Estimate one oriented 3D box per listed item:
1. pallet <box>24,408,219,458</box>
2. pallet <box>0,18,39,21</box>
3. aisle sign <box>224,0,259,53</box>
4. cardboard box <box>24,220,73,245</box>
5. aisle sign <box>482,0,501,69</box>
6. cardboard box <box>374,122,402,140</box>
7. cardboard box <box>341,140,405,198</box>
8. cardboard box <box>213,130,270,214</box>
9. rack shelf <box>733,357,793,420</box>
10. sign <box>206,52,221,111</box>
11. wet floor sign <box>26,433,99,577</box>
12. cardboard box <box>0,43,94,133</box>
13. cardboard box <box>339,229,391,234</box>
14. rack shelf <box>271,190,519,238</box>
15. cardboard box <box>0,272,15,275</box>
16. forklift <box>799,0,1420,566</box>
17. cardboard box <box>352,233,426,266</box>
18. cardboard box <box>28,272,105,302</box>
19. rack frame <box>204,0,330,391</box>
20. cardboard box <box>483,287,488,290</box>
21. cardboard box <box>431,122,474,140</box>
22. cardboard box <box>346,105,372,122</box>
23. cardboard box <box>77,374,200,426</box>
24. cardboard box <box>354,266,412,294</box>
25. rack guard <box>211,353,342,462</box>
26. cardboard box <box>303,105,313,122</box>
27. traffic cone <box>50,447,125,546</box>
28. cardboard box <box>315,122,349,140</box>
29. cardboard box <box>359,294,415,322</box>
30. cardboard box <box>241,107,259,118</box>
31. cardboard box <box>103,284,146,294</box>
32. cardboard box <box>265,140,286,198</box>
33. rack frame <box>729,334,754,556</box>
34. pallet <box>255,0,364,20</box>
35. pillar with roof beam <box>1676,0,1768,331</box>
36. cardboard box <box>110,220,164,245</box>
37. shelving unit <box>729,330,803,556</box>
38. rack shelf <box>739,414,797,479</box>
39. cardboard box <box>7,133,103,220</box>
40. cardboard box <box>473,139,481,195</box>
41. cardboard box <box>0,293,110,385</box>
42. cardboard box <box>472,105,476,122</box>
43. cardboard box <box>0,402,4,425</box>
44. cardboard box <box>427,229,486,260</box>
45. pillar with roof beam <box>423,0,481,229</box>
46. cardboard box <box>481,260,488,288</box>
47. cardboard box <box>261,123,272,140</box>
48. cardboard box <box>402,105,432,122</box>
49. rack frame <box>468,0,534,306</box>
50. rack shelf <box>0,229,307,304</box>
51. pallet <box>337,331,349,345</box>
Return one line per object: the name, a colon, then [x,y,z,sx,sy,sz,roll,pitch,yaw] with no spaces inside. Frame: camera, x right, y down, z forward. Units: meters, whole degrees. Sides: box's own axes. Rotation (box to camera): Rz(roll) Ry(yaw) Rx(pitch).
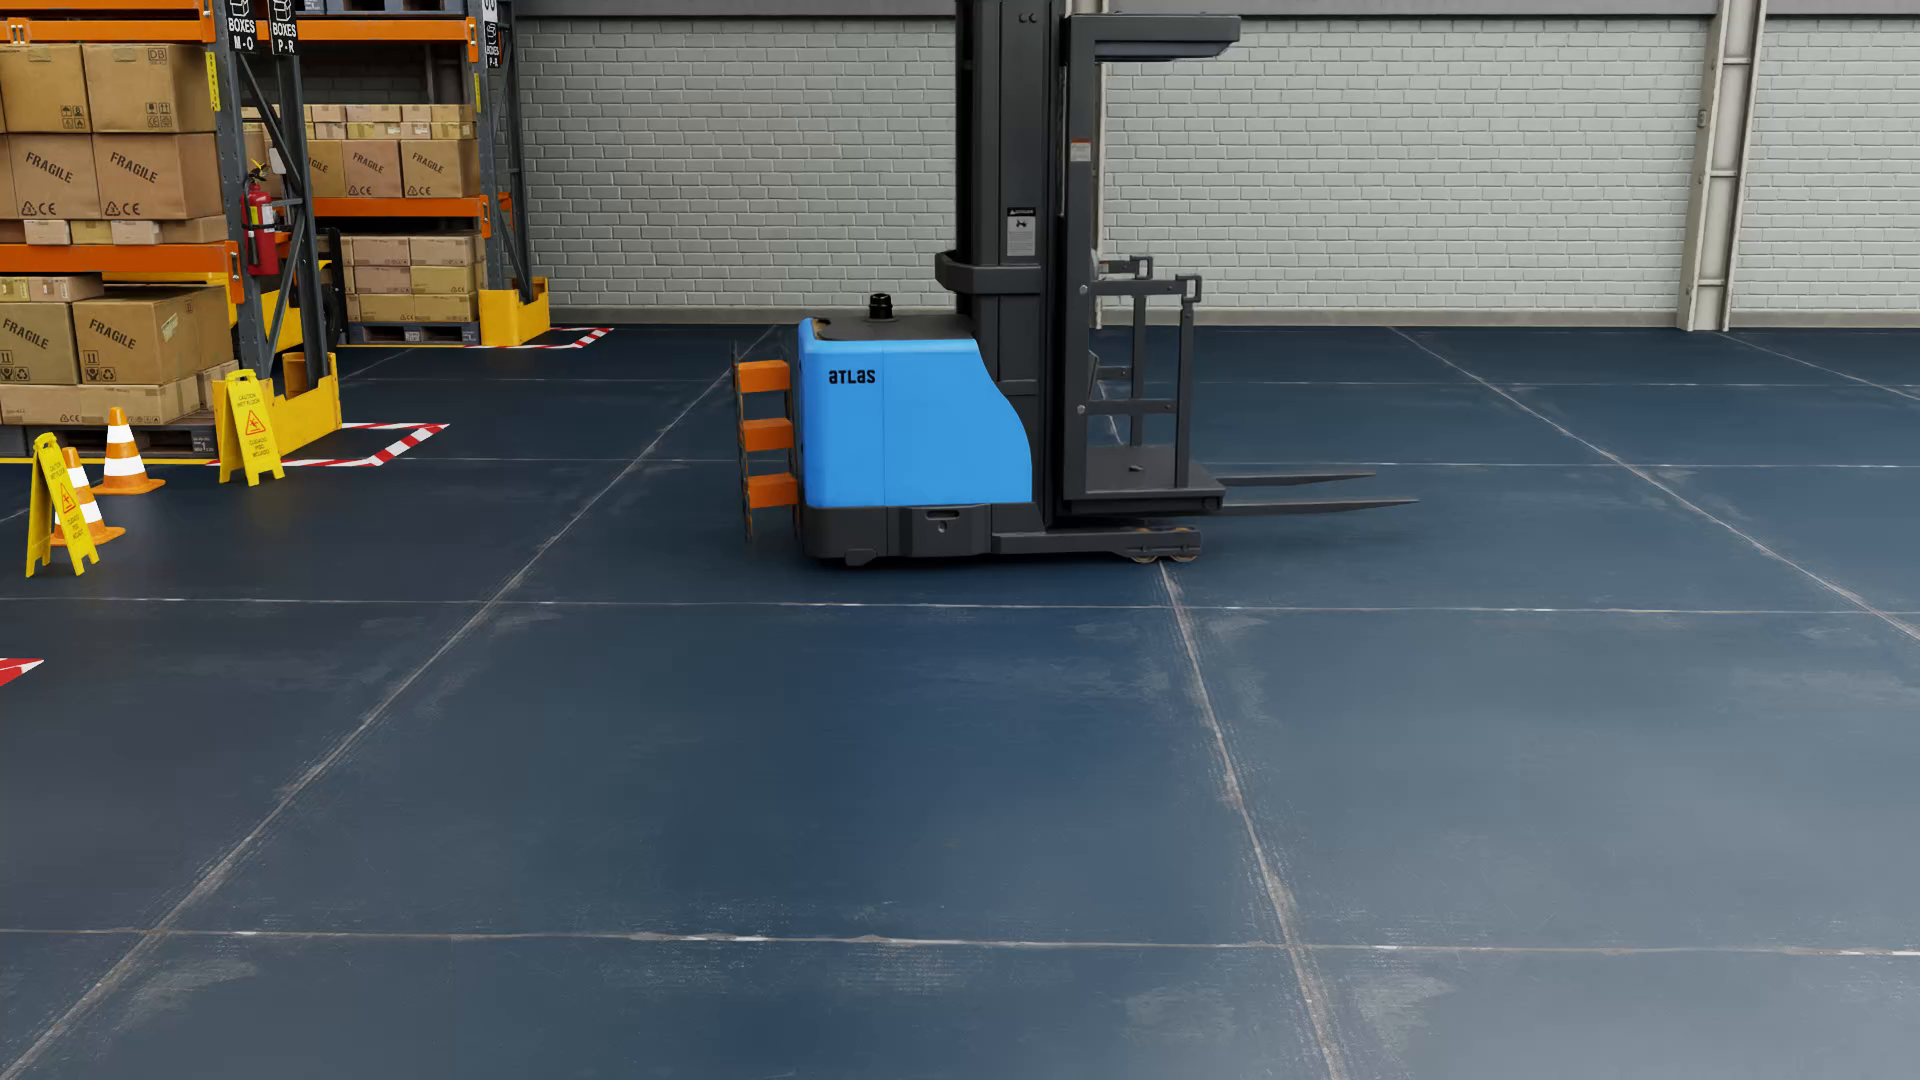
pallet: [-5.160,-0.739,10.726,1.213,0.211,1.003,0,15,1]
pallet: [-9.031,-4.724,14.862,1.217,0.209,0.805,0,15,-1]
aisle sign: [-4.219,-3.255,9.700,0.004,0.787,0.394,0,15,1]
cardboard box: [-5.422,-1.873,10.052,0.250,0.149,0.380,1,15,2]
aisle sign: [-4.092,-4.520,14.495,0.004,0.787,0.394,0,15,1]
cardboard box: [-5.018,-3.642,14.797,0.250,0.149,0.380,1,15,2]
cardboard box: [-5.167,-3.328,14.879,0.500,0.500,0.500,1,15,3]
cardboard box: [-4.740,-2.338,10.543,0.500,0.500,0.500,0,15,1]
rack shelf: [-0.945,-0.729,7.953,0.240,0.259,0.215,-7,16,-15]
sign: [-4.307,-2.643,9.590,0.005,0.325,0.100,0,15,1]
wet floor sign: [-4.219,-0.175,7.740,0.232,0.644,0.267,-2,15,-8]
cardboard box: [-5.295,-2.701,9.957,0.500,0.500,0.700,1,15,2]
cardboard box: [-5.625,-2.755,15.508,0.500,0.250,0.500,0,15,1]
rack shelf: [-6.149,-3.003,15.253,4.000,0.370,1.077,0,15,1]
cardboard box: [-5.964,-1.550,10.162,0.250,0.149,0.380,1,15,4]
forklift: [0.728,-1.437,8.040,3.031,2.935,1.130,-2,15,-6]
cardboard box: [-5.129,-2.620,14.998,0.500,0.250,0.500,1,15,2]
cardboard box: [-5.449,-1.546,10.145,0.250,0.149,0.380,1,15,3]
rack frame: [-4.273,-2.072,10.314,0.127,3.000,1.000,0,15,1]
cardboard box: [-4.636,-2.265,15.610,0.500,0.250,0.500,0,15,2]
cardboard box: [-4.504,-3.631,14.754,0.250,0.149,0.380,1,15,2]
cardboard box: [-5.270,-3.801,14.818,0.250,0.149,0.380,0,15,2]
cardboard box: [-5.112,-0.882,10.372,0.500,0.250,0.500,0,15,1]
cardboard box: [-5.146,-2.383,15.078,0.500,0.250,0.500,0,15,1]
rack guard: [-4.349,-0.864,10.635,0.348,0.500,1.175,0,15,1]
cardboard box: [-5.792,-3.775,14.718,0.250,0.149,0.380,1,15,3]
traffic cone: [-4.424,-0.234,8.320,0.334,0.463,0.336,0,15,1]
cardboard box: [-5.534,-3.636,14.775,0.250,0.149,0.380,0,15,0]
cardboard box: [-5.125,-2.140,15.137,0.500,0.250,0.500,0,15,1]
cardboard box: [-6.298,-3.807,14.838,0.250,0.149,0.380,0,15,2]
cardboard box: [-5.619,-1.386,10.811,0.500,0.500,0.500,0,15,-1]
cardboard box: [-6.182,-3.332,14.893,0.500,0.500,0.500,0,15,2]
rack frame: [-1.051,-0.452,7.995,0.008,1.050,0.200,-7,16,-15]
pallet: [-6.079,-4.764,14.810,1.213,0.211,1.003,0,15,1]
pillar with roof beam: [7.063,-5.297,10.777,0.400,9.000,9.100,0,15,1]
cardboard box: [-4.909,-1.872,10.047,0.250,0.149,0.380,0,15,1]
shelving unit: [-0.934,-0.466,8.026,0.252,1.050,0.215,-7,16,-15]
rack shelf: [-0.933,-0.455,8.029,0.240,0.259,0.215,-7,16,-15]
cardboard box: [-5.323,-2.202,10.027,0.500,0.500,0.500,0,15,2]
cardboard box: [-4.638,-3.460,15.380,0.500,0.500,0.500,1,15,3]
cardboard box: [-5.603,-1.250,10.293,0.500,0.500,0.500,1,15,4]
cardboard box: [-4.480,-3.900,15.193,0.250,0.149,0.380,0,15,0]
cardboard box: [-6.129,-0.890,10.399,0.500,0.250,0.500,0,15,-1]
cardboard box: [-4.626,-2.746,15.476,0.500,0.250,0.500,0,15,1]
pillar with roof beam: [-4.933,-5.375,11.074,0.400,9.000,9.100,0,15,1]
cardboard box: [-4.615,-2.509,15.558,0.500,0.250,0.500,1,15,2]
cardboard box: [-6.034,-3.658,14.855,0.250,0.149,0.380,0,15,1]
cardboard box: [-4.761,-3.786,14.760,0.250,0.149,0.380,0,15,2]
rack frame: [-4.150,-3.338,15.112,0.127,3.000,1.000,0,15,1]
rack shelf: [-6.273,-1.737,10.455,4.000,0.370,1.077,0,15,1]
pallet: [-6.132,-1.993,15.479,1.213,0.211,1.003,0,15,1]
